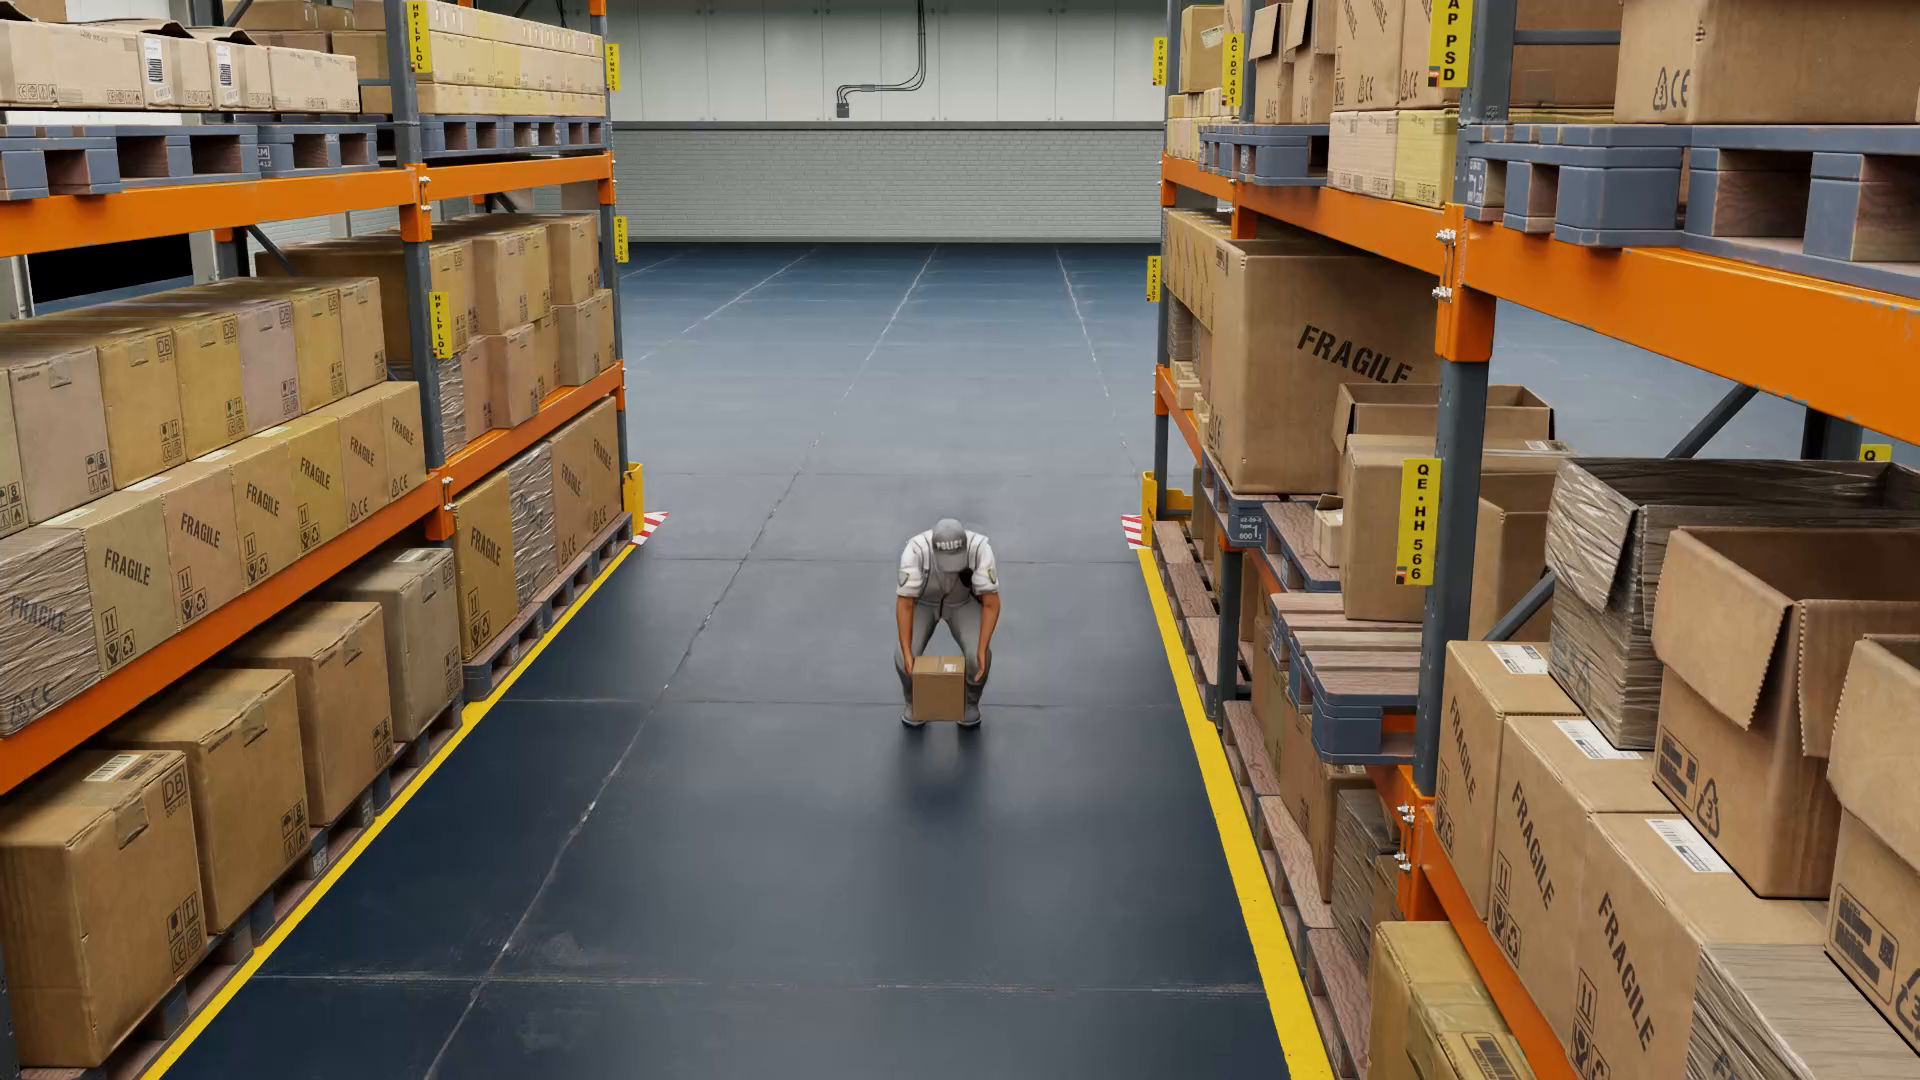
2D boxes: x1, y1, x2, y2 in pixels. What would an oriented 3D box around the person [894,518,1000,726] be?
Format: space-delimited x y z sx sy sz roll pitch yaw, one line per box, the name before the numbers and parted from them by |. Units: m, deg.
person | -0.064 0.390 8.492 0.540 1.158 0.817 0 14 1
